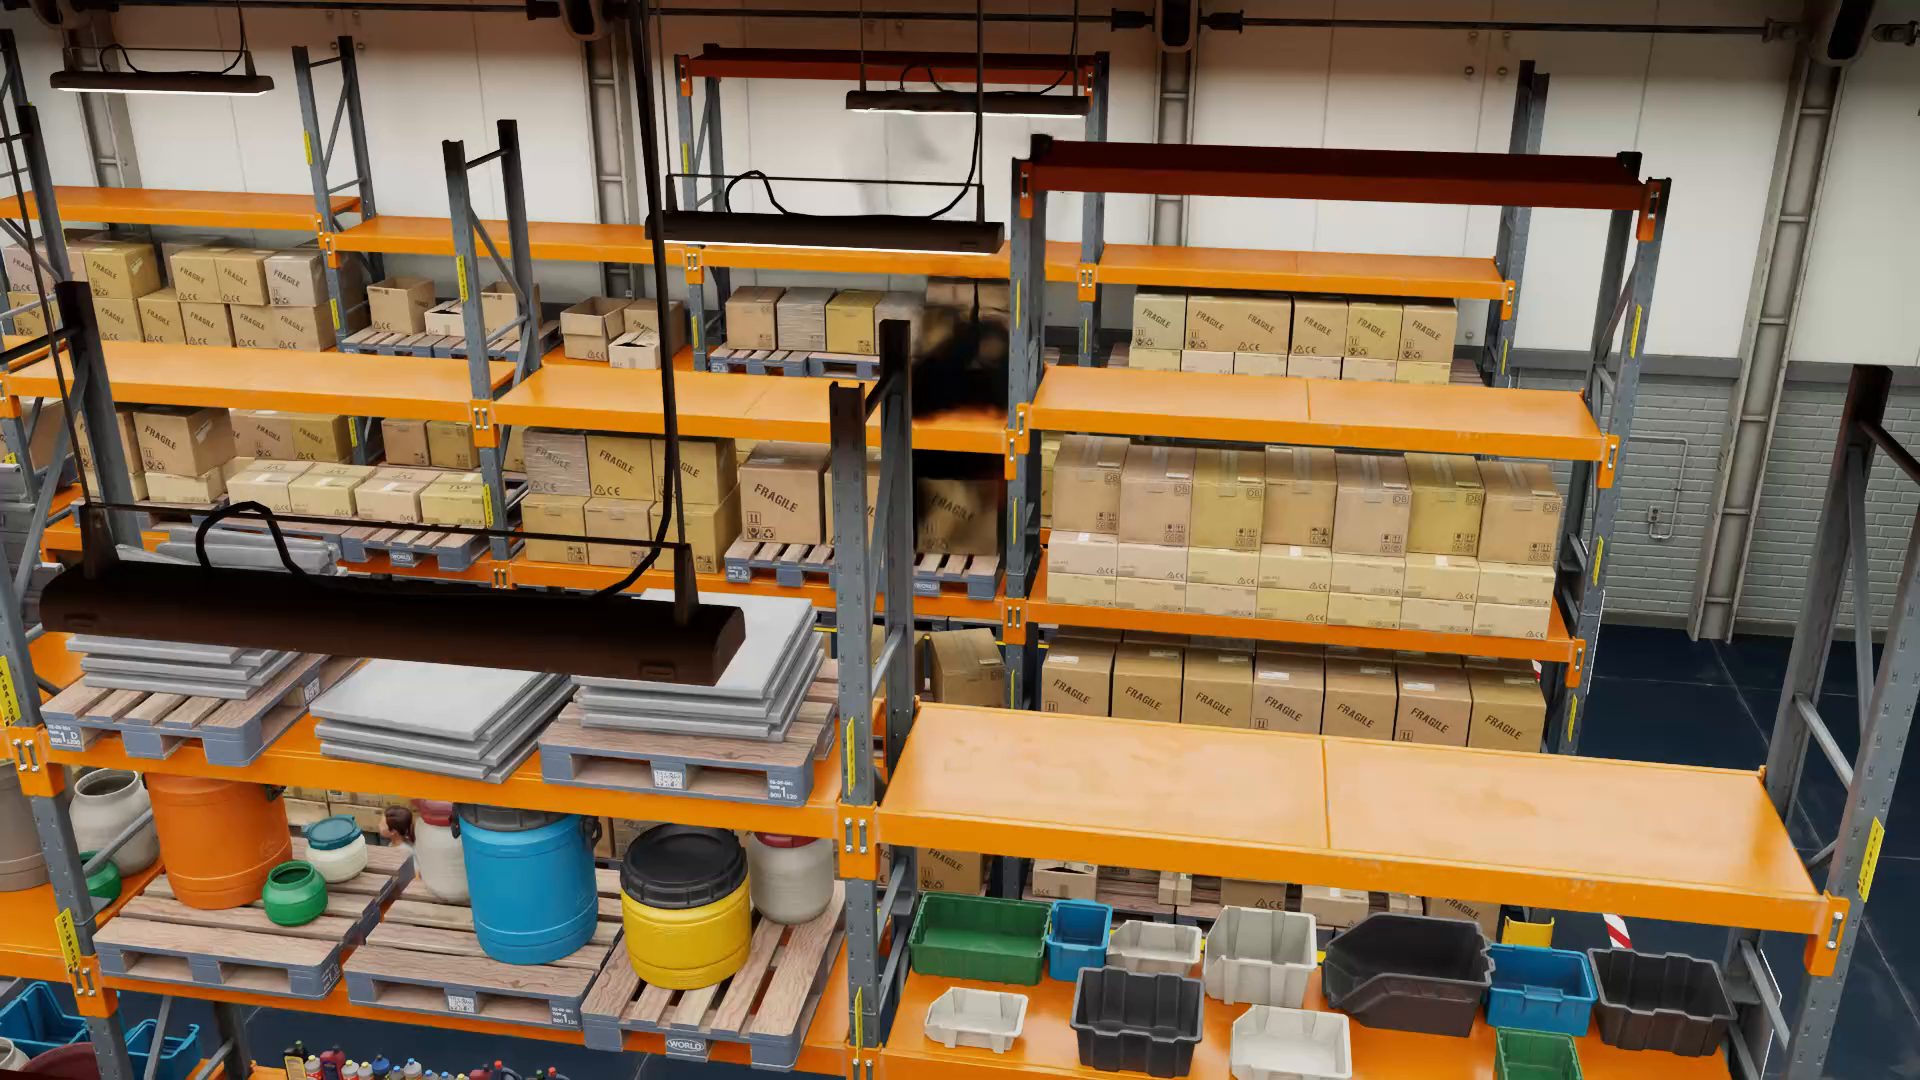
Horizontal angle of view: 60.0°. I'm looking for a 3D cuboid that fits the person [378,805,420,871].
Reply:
[{"bbox_3d":[-3.978,2.664,11.948,0.722,1.700,0.529,0,23,0],"label":"person"}]
